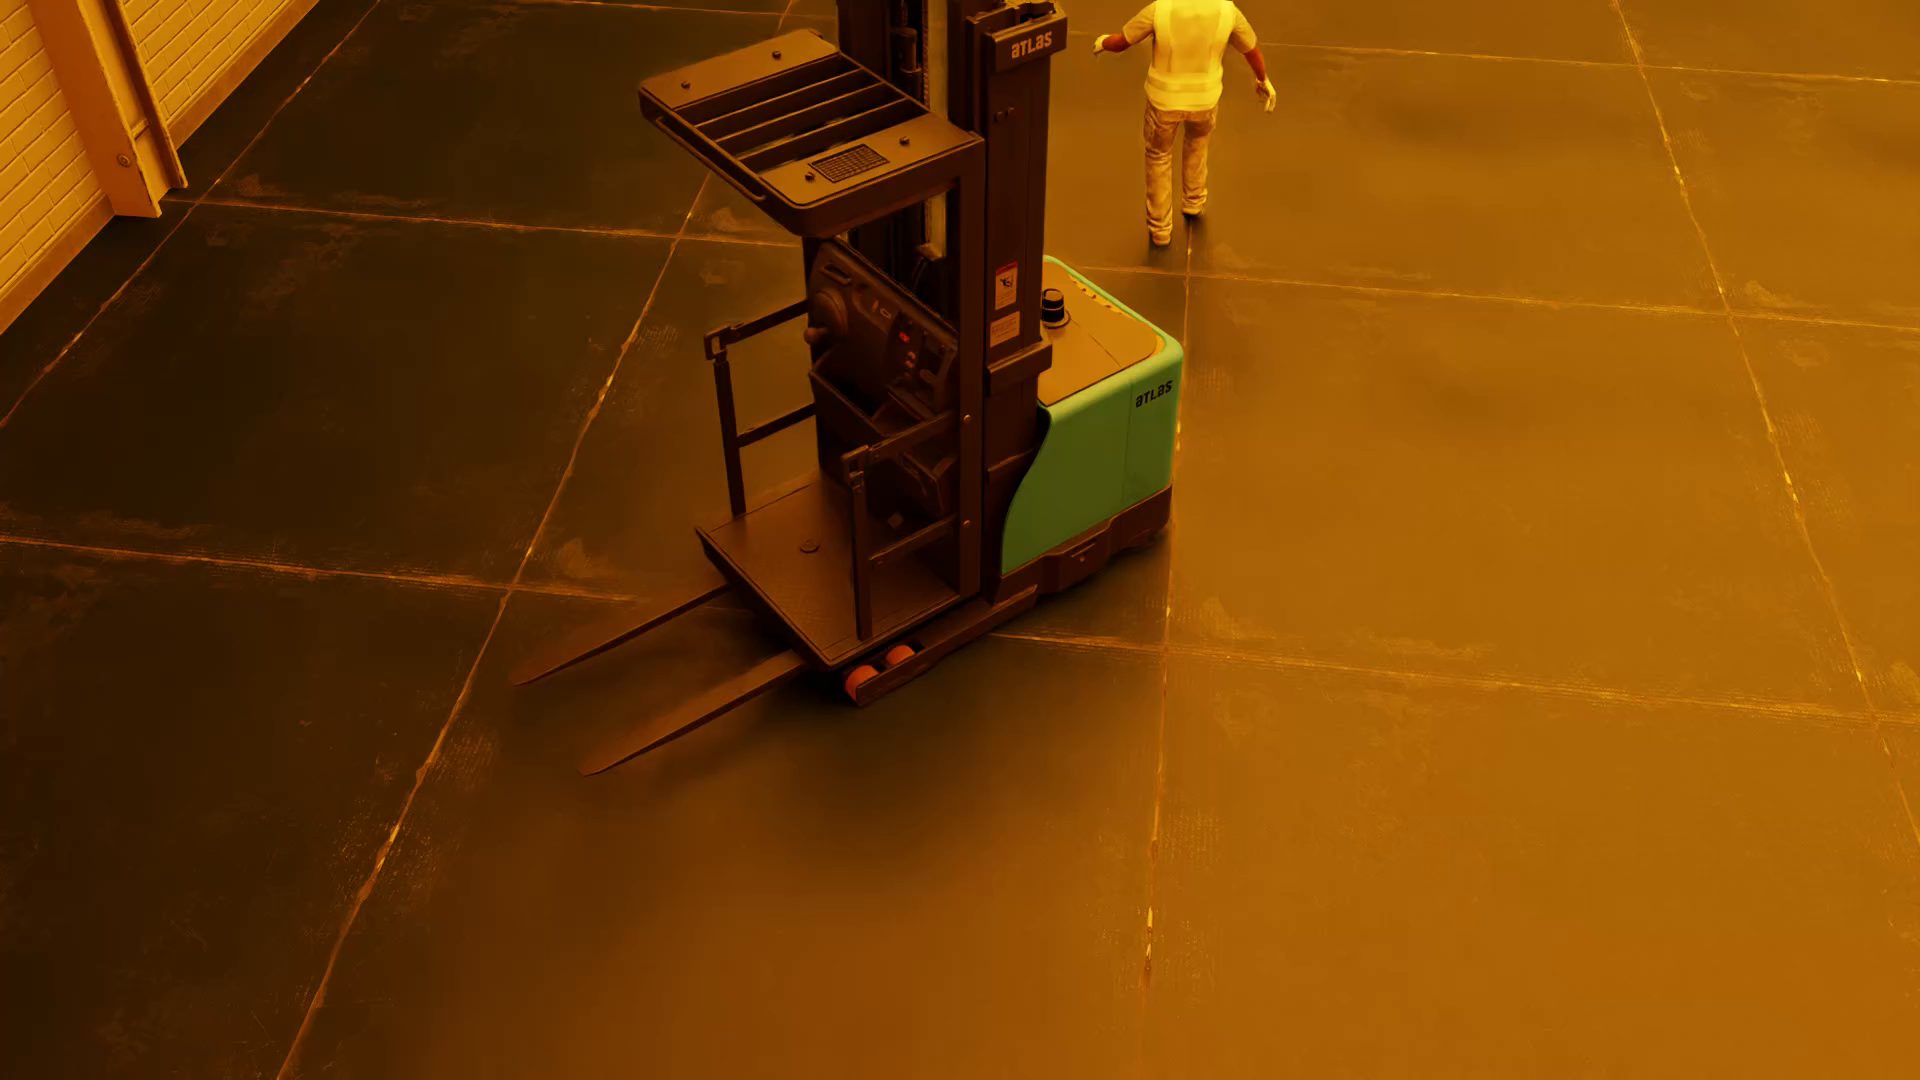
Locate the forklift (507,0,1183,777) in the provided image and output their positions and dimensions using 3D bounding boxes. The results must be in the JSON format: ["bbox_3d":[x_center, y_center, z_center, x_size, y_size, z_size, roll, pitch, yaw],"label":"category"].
[{"bbox_3d":[-0.487,-0.785,6.579,3.031,2.935,1.130,-27,49,-27],"label":"forklift"}]

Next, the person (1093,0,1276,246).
[{"bbox_3d":[1.265,-2.546,9.401,1.026,1.806,0.580,0,43,0],"label":"person"}]
